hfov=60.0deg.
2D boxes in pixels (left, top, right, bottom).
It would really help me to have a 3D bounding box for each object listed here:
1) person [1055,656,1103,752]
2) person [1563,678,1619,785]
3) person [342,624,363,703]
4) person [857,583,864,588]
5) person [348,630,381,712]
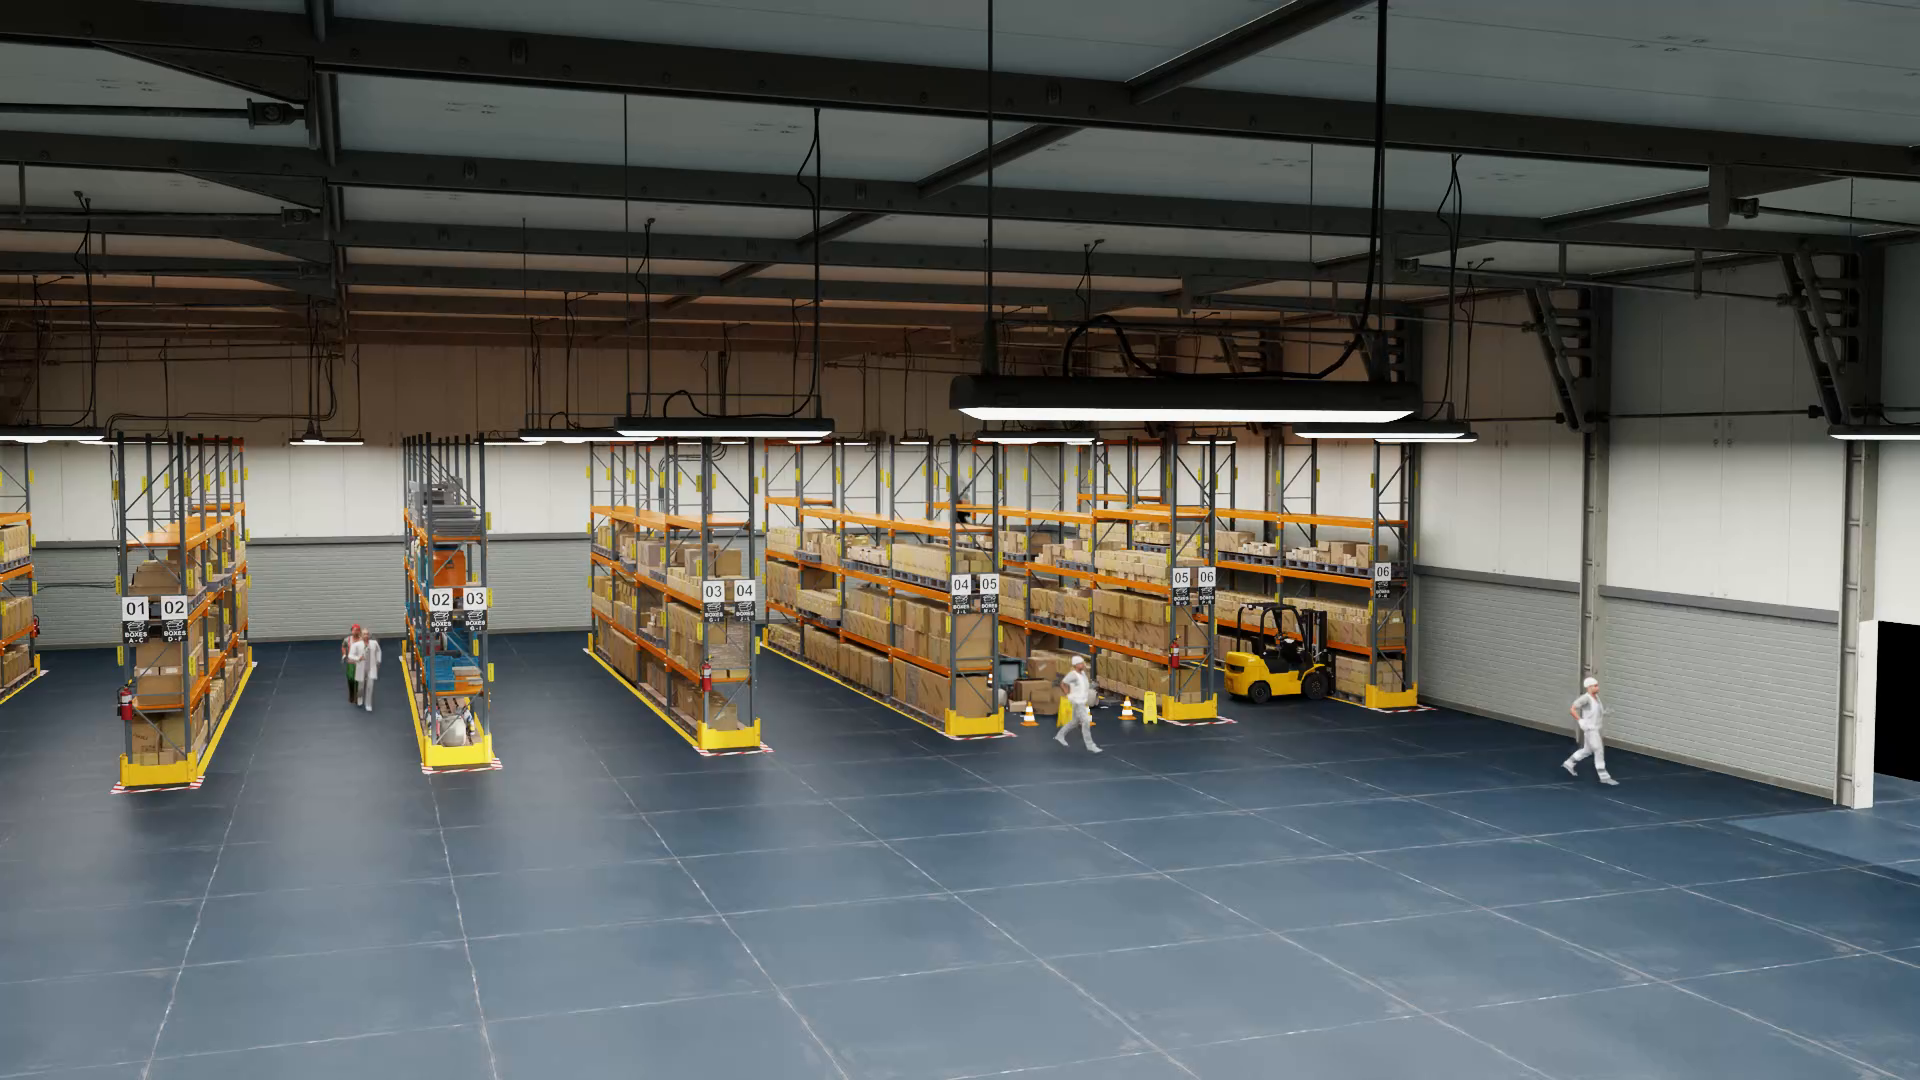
[{"bbox_3d":[2.233,3.065,31.269,0.988,1.777,0.680,1,3,20],"label":"person"},{"bbox_3d":[10.751,3.226,28.314,1.002,1.773,0.662,3,4,39],"label":"person"},{"bbox_3d":[-13.517,2.761,37.232,0.637,1.757,0.662,-1,3,-15],"label":"person"},{"bbox_3d":[-3.017,2.117,50.694,0.678,1.604,0.634,-1,3,-10],"label":"person"},{"bbox_3d":[-12.961,2.823,36.261,0.716,1.753,0.901,-2,4,-29],"label":"person"}]
